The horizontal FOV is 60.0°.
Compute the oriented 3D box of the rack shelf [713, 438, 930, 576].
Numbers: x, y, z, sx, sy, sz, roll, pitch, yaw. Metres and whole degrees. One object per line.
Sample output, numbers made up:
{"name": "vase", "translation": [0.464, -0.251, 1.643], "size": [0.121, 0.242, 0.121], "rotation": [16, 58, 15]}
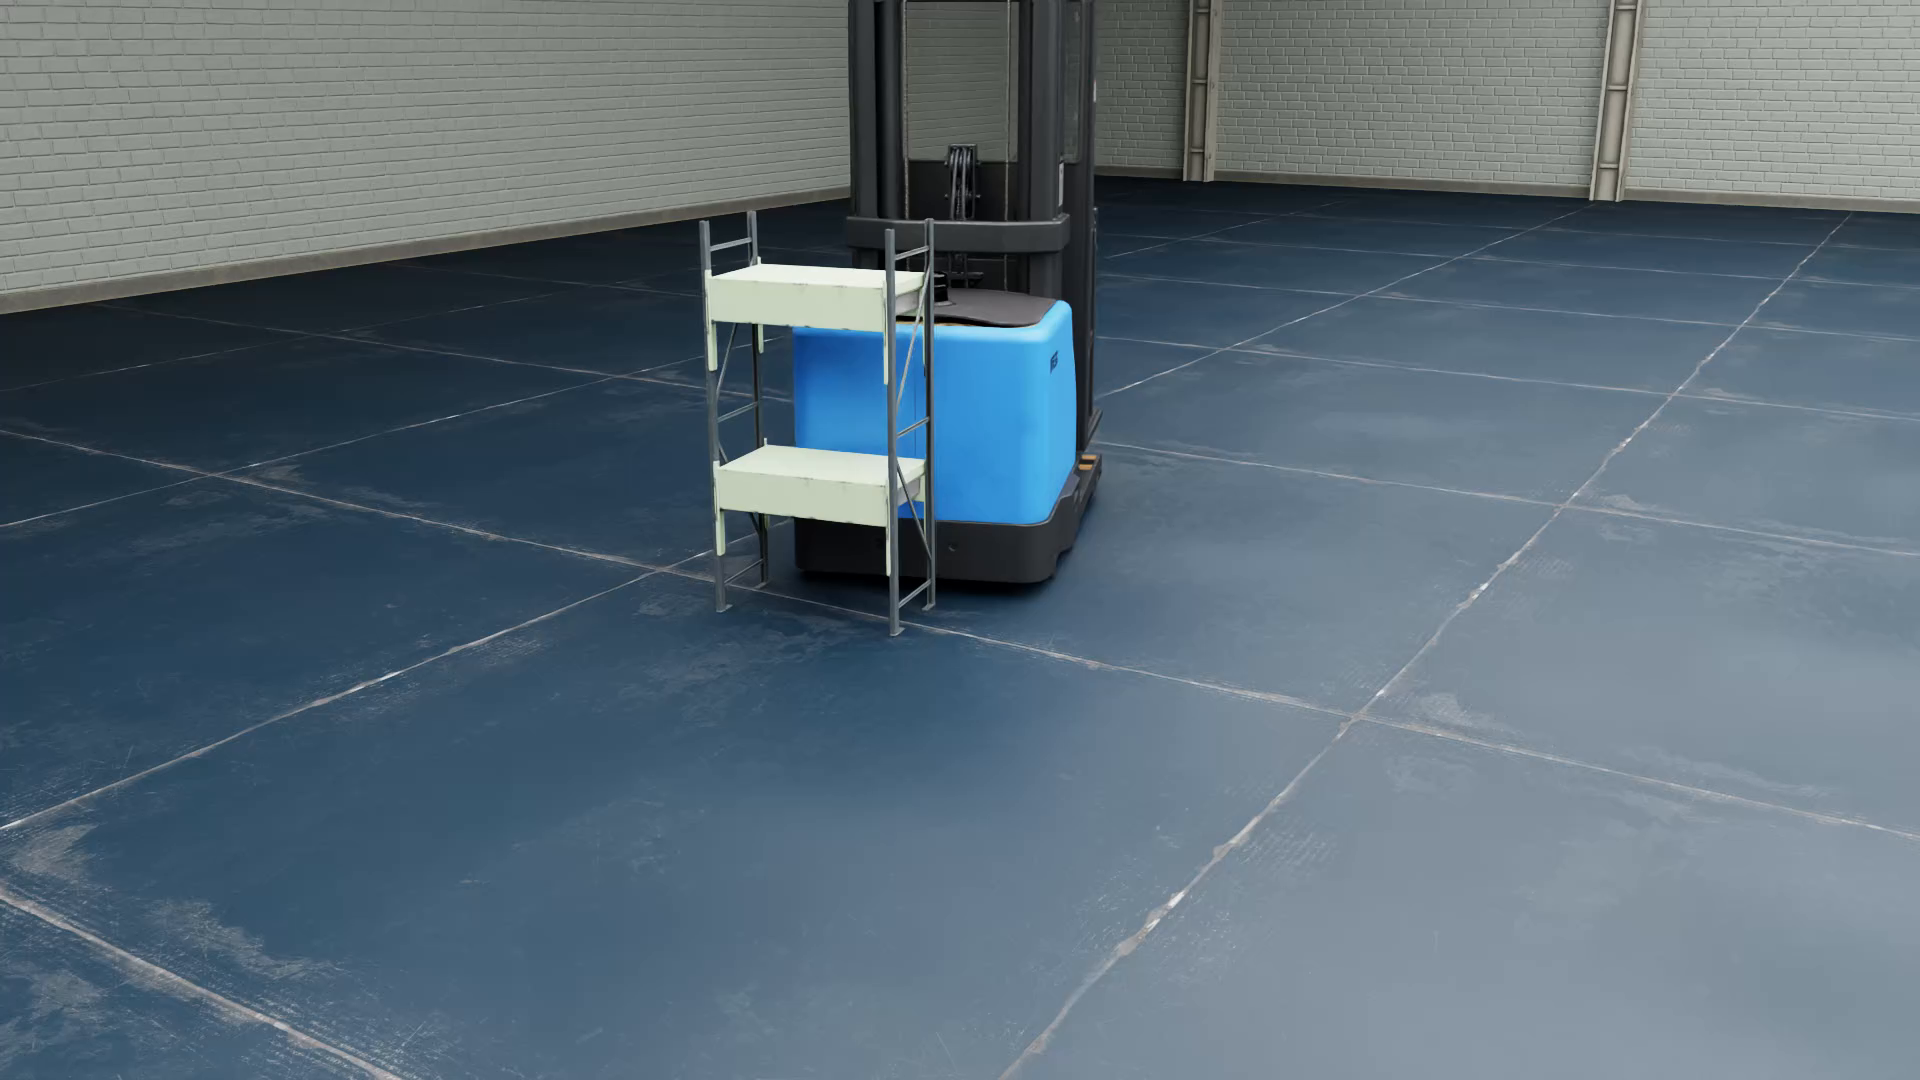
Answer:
{"name": "rack shelf", "translation": [-0.520, -0.137, 6.372], "size": [0.720, 0.370, 0.431], "rotation": [6, 18, 20]}

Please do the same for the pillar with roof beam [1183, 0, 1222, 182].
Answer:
{"name": "pillar with roof beam", "translation": [1.420, -8.777, 20.793], "size": [0.400, 9.000, 9.100], "rotation": [10, 20, 30]}

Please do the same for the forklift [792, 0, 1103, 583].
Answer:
{"name": "forklift", "translation": [0.097, -1.617, 7.662], "size": [1.130, 2.935, 3.031], "rotation": [3, 17, 10]}

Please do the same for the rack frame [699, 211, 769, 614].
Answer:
{"name": "rack frame", "translation": [-0.862, -0.487, 6.403], "size": [0.023, 1.500, 0.400], "rotation": [6, 18, 20]}

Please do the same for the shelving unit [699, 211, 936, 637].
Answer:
{"name": "shelving unit", "translation": [-0.520, -0.449, 6.278], "size": [0.755, 1.500, 0.431], "rotation": [6, 18, 20]}

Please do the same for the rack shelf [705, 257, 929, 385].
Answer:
{"name": "rack shelf", "translation": [-0.520, -0.822, 6.164], "size": [0.720, 0.370, 0.431], "rotation": [6, 18, 20]}

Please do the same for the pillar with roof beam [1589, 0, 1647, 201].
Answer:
{"name": "pillar with roof beam", "translation": [6.533, -7.864, 17.789], "size": [0.400, 9.000, 9.100], "rotation": [10, 20, 30]}

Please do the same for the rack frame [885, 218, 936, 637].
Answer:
{"name": "rack frame", "translation": [-0.179, -0.410, 6.152], "size": [0.023, 1.500, 0.400], "rotation": [6, 18, 20]}
